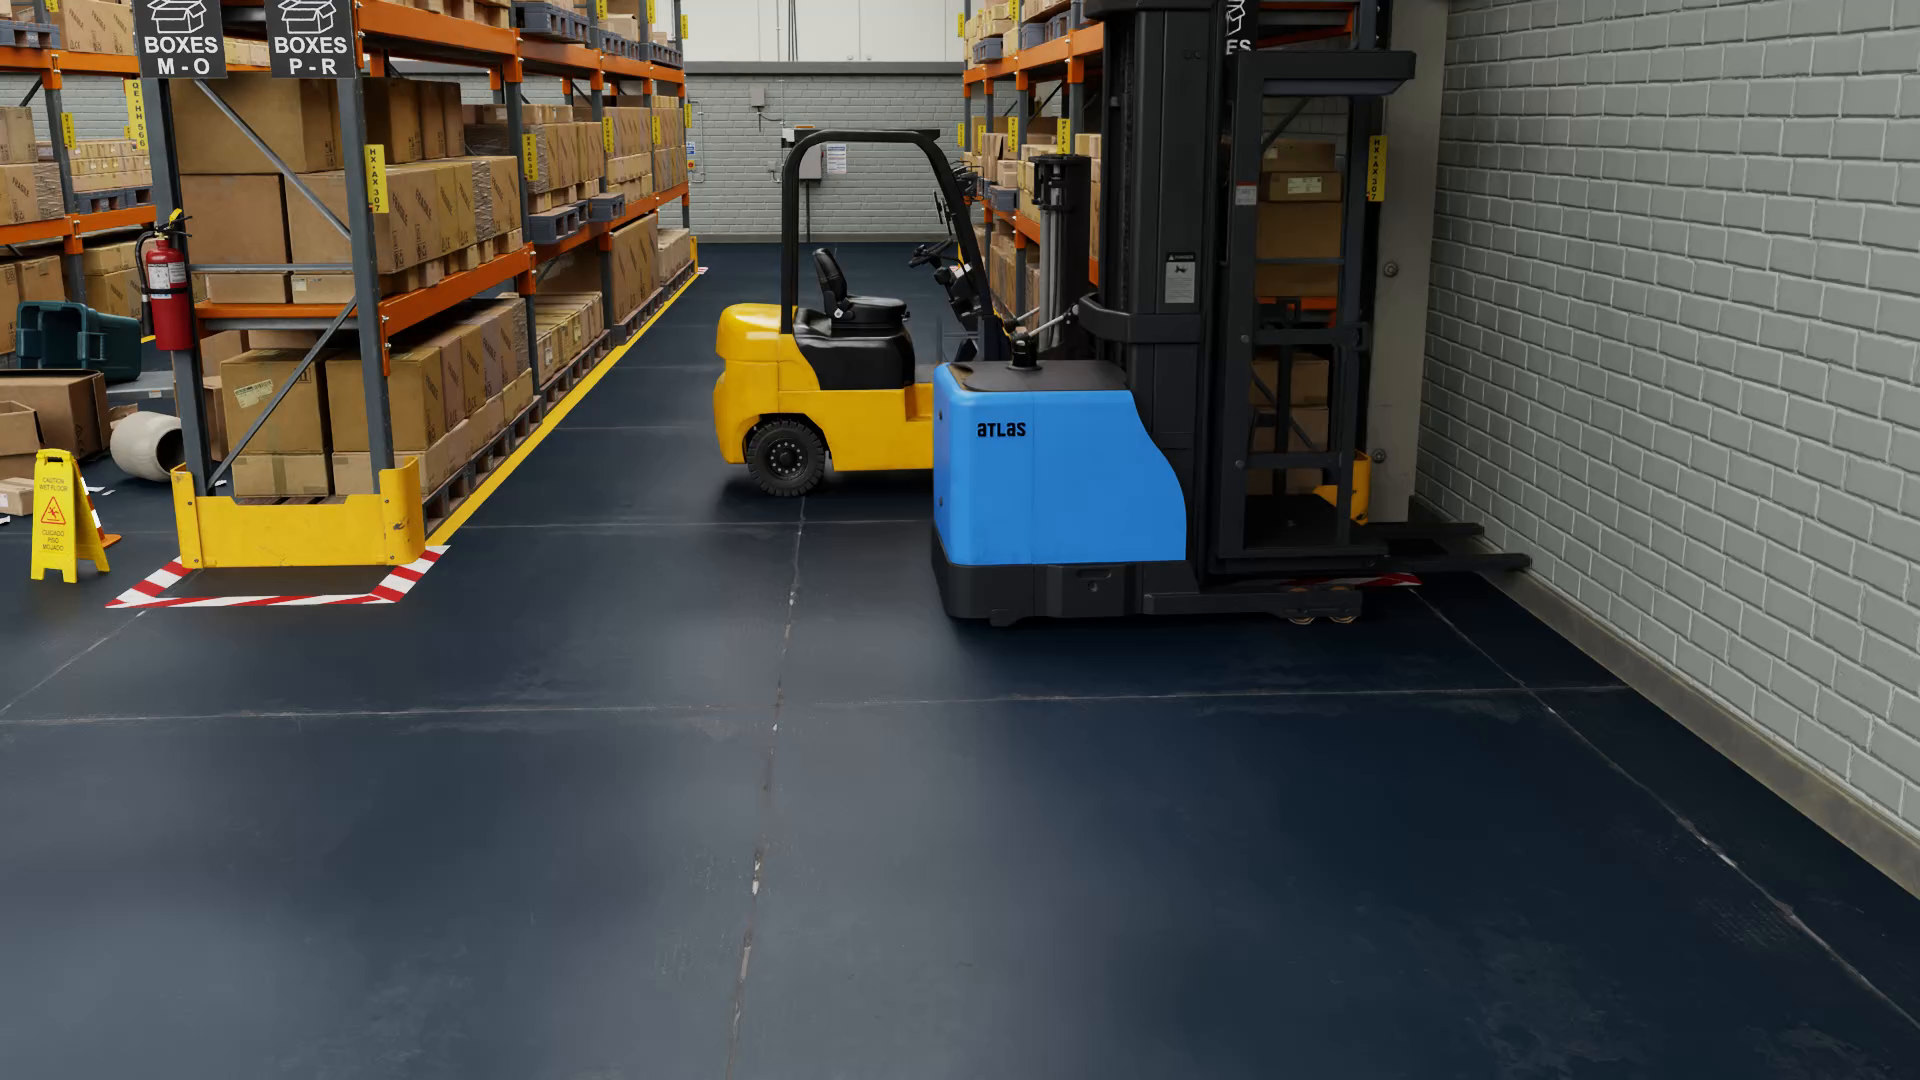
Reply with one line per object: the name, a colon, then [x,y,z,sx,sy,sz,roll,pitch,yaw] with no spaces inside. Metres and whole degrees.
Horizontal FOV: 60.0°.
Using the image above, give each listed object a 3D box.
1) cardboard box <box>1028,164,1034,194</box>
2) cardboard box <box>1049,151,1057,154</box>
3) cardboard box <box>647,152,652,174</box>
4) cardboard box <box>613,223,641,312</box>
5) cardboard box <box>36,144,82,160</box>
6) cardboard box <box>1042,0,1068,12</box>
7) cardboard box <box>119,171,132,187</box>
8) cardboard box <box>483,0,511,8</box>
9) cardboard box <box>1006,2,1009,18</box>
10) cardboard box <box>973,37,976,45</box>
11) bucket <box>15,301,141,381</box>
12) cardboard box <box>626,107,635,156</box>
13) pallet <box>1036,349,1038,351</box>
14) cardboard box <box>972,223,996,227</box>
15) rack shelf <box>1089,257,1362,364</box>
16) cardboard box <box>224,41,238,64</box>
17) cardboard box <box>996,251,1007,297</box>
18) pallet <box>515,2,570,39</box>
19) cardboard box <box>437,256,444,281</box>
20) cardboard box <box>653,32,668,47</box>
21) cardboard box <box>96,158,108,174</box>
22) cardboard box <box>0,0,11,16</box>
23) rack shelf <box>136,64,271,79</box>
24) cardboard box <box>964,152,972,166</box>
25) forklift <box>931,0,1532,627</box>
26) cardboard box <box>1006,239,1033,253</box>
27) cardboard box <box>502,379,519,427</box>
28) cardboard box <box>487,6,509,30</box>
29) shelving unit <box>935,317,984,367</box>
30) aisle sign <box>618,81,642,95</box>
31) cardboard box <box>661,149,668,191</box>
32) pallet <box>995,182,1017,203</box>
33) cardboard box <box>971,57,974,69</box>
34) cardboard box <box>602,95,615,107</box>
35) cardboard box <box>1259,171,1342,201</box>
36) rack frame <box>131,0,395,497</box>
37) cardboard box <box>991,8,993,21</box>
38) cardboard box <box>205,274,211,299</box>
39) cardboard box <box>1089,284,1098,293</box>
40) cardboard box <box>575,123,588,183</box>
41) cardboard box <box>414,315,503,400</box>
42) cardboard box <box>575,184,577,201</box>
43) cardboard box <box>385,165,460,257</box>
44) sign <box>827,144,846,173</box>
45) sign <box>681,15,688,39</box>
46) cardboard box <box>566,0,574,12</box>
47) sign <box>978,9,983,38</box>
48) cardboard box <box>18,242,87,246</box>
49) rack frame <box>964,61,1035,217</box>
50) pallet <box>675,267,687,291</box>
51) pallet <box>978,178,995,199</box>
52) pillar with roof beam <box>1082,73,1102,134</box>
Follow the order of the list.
cardboard box: [0.884,-3.207,14.770,0.500,0.250,0.500,-1,14,-5]
cardboard box: [0.916,-3.045,13.340,0.380,0.149,0.250,-1,14,-5]
cardboard box: [-3.875,-4.388,19.358,0.500,0.250,0.500,-1,14,-3]
cardboard box: [-3.908,-2.899,17.695,0.875,0.875,0.875,-1,14,-3]
cardboard box: [-8.667,-3.717,15.920,0.380,0.149,0.250,-1,14,-3]
cardboard box: [0.885,-4.456,13.765,0.380,0.149,0.250,-1,14,-4]
cardboard box: [-8.729,-3.691,17.014,0.380,0.149,0.250,0,14,-2]
cardboard box: [-3.353,-3.753,11.276,0.500,0.250,0.500,-1,14,-4]
cardboard box: [0.678,-5.465,17.132,0.380,0.149,0.250,-1,14,-5]
cardboard box: [0.442,-6.424,21.660,0.500,0.250,0.500,-1,14,-4]
bucket: [-6.274,-1.386,11.911,0.726,0.611,0.620,4,5,16]
cardboard box: [-3.769,-4.366,17.769,0.500,0.500,0.500,-1,14,-3]
pallet: [1.141,-1.549,14.622,1.003,0.211,1.213,-1,14,-3]
cardboard box: [0.504,-4.238,23.643,0.797,0.503,0.637,-1,15,-6]
rack shelf: [1.428,-1.567,10.539,1.077,0.370,4.000,-1,14,-3]
cardboard box: [-8.845,-5.722,19.527,0.500,0.250,0.500,0,14,-1]
cardboard box: [0.683,-3.014,18.896,0.500,0.500,0.500,-1,14,-5]
pallet: [-3.582,-3.852,12.334,1.213,0.211,1.003,-1,14,-3]
cardboard box: [-3.201,-1.563,9.587,0.380,0.149,0.250,-1,14,-2]
cardboard box: [-4.275,-6.840,22.831,0.500,0.250,0.500,-2,15,-9]
cardboard box: [-8.700,-3.711,16.494,0.380,0.149,0.250,-1,14,-5]
cardboard box: [-8.467,-4.634,14.133,0.500,0.311,0.500,-1,14,-3]
rack shelf: [-9.203,-5.824,21.068,1.077,0.370,4.000,-1,14,-3]
cardboard box: [0.320,-5.351,23.508,0.500,0.250,0.500,-1,14,-3]
forklift: [1.408,-1.165,7.673,3.031,2.935,1.130,-1,14,-6]
cardboard box: [0.709,-3.292,18.672,0.380,0.149,0.250,0,14,-1]
cardboard box: [-3.302,-0.931,11.302,0.500,0.250,0.500,-1,14,-5]
cardboard box: [-3.325,-3.592,11.451,0.380,0.149,0.250,-1,14,-3]
shelving unit: [0.001,-0.577,8.863,0.258,1.200,0.189,-1,14,-3]
aisle sign: [-4.687,-6.592,23.408,0.394,0.787,0.004,-1,14,-3]
cardboard box: [-3.940,-4.619,20.757,0.500,0.500,0.500,-1,14,-3]
pallet: [0.931,-3.798,18.152,1.003,0.211,1.213,-1,14,-3]
cardboard box: [0.347,-6.262,21.829,0.380,0.149,0.250,-1,14,-3]
cardboard box: [-4.390,-5.310,20.136,0.380,0.149,0.250,-1,14,-2]
cardboard box: [1.790,-1.868,8.766,0.380,0.149,0.250,-1,14,-5]
rack frame: [-3.402,-1.340,8.214,1.000,3.000,0.127,-1,14,-3]
cardboard box: [0.538,-5.728,18.114,0.380,0.149,0.250,-1,14,-3]
cardboard box: [-3.765,-1.369,8.833,0.380,0.149,0.250,-1,14,-4]
cardboard box: [1.220,-1.788,13.880,0.875,0.625,0.625,-1,14,-4]
cardboard box: [-3.516,-3.363,14.436,0.500,0.500,0.500,-2,15,-7]
cardboard box: [-3.279,-1.173,10.737,0.500,0.500,0.500,0,14,0]
cardboard box: [-3.467,-2.949,14.131,0.380,0.149,0.250,-1,14,-5]
cardboard box: [-3.222,-1.910,9.632,0.500,0.500,0.500,-1,14,-5]
sign: [-2.180,-6.730,29.356,0.329,0.494,0.001,-1,14,-3]
sign: [-3.851,-7.167,23.225,0.100,0.325,0.005,-1,14,-3]
cardboard box: [-3.371,-4.321,13.238,0.500,0.250,0.500,-1,14,-4]
sign: [0.268,-6.095,19.637,0.100,0.325,0.005,-1,14,-3]
cardboard box: [-9.178,-2.875,16.851,0.500,0.250,0.500,-1,14,-3]
rack frame: [0.561,-5.397,23.981,1.000,3.000,0.127,-1,14,-3]
pallet: [-4.193,-3.468,22.083,1.003,0.211,1.213,-1,14,-3]
pallet: [0.749,-4.109,19.360,1.003,0.211,1.213,-1,14,-3]
pillar with roof beam: [-2.632,-7.428,19.836,9.100,9.000,0.400,-1,14,-3]
